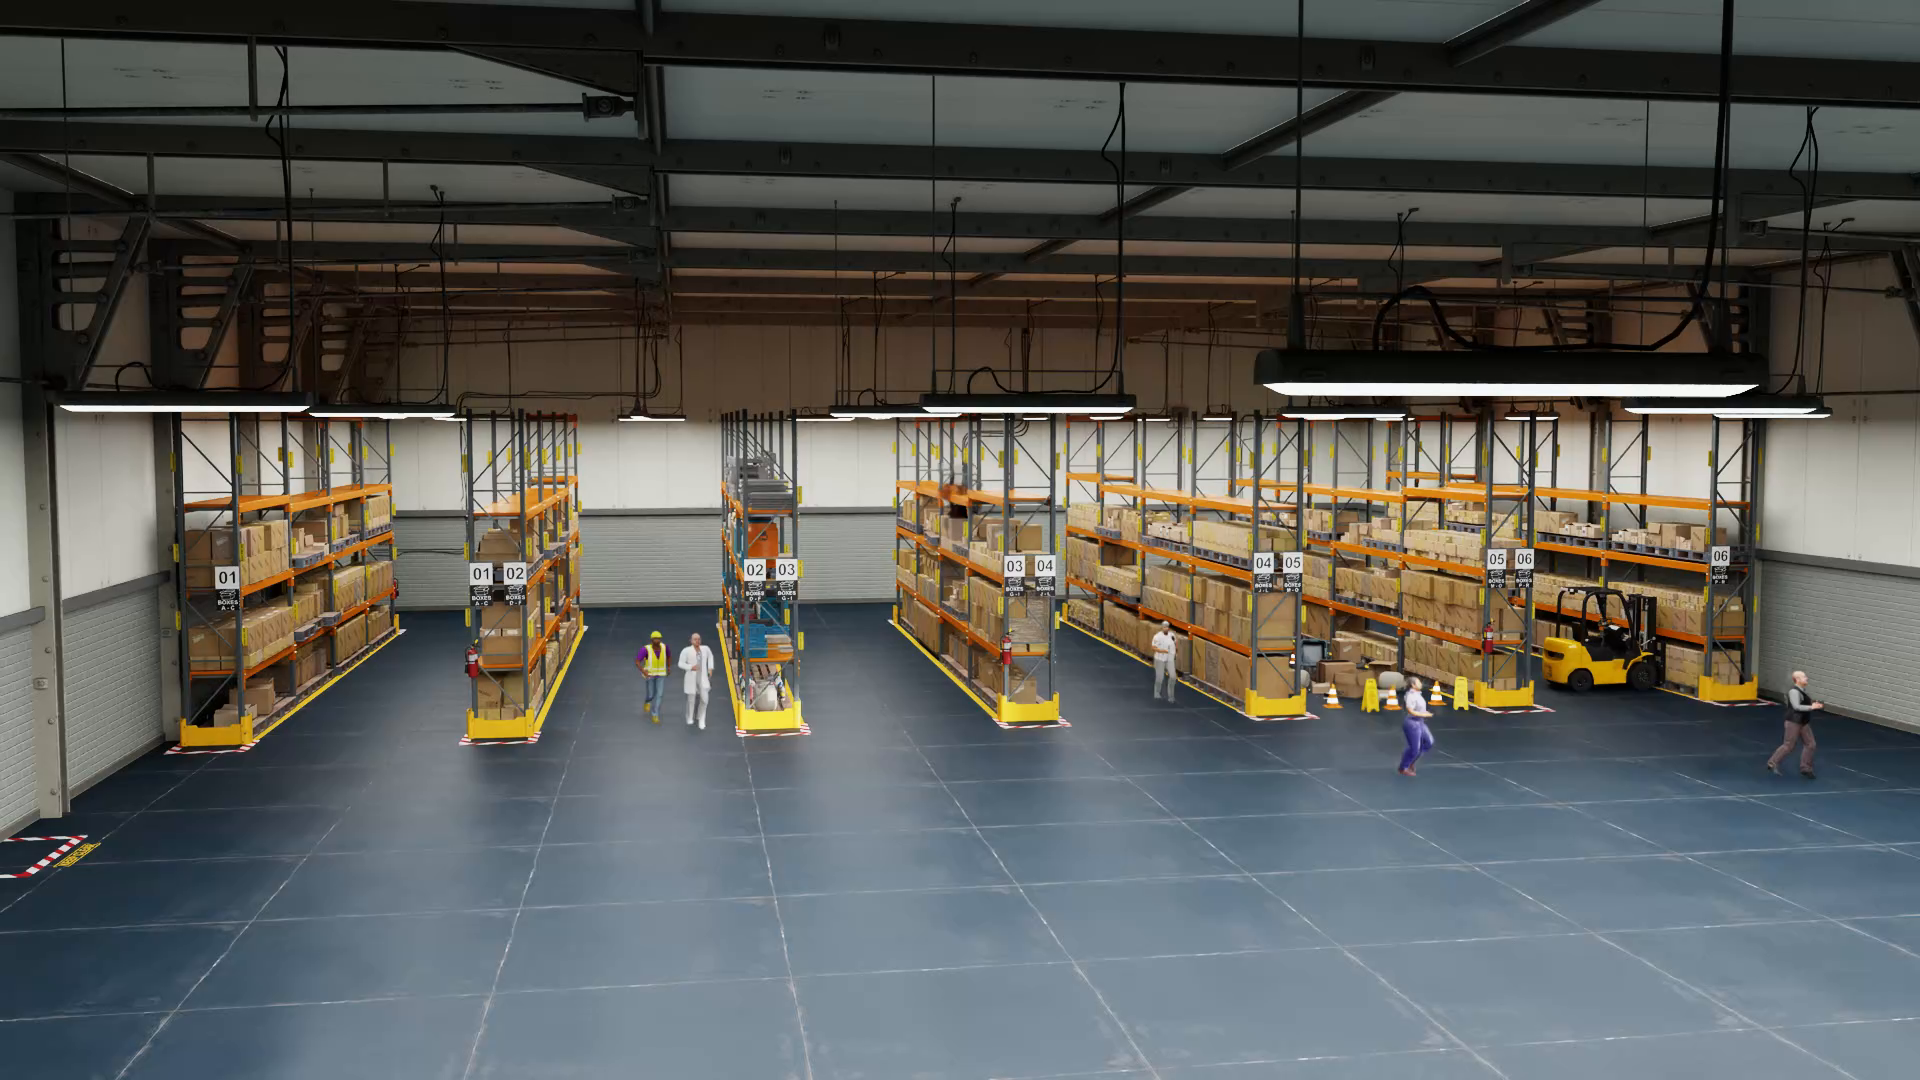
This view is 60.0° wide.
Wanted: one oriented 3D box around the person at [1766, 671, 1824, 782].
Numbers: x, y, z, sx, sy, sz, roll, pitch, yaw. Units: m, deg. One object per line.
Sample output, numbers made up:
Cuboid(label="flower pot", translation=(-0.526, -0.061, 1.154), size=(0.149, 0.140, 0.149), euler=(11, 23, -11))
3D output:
Cuboid(label="person", translation=(13.442, 2.995, 26.749), size=(0.808, 1.795, 0.645), euler=(4, 5, 42))

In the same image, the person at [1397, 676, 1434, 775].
Cuboid(label="person", translation=(7.419, 3.020, 27.038), size=(0.570, 1.617, 0.661), euler=(2, 4, 26))

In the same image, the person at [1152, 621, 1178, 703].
Cuboid(label="person", translation=(4.240, 2.524, 34.305), size=(0.617, 1.731, 0.717), euler=(-1, 4, -13))

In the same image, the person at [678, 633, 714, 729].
Cuboid(label="person", translation=(-4.949, 2.673, 31.290), size=(0.725, 1.842, 0.797), euler=(-2, 4, -24))

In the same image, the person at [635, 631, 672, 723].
Cuboid(label="person", translation=(-5.908, 2.624, 32.157), size=(0.727, 1.747, 0.827), euler=(-2, 4, -27))
